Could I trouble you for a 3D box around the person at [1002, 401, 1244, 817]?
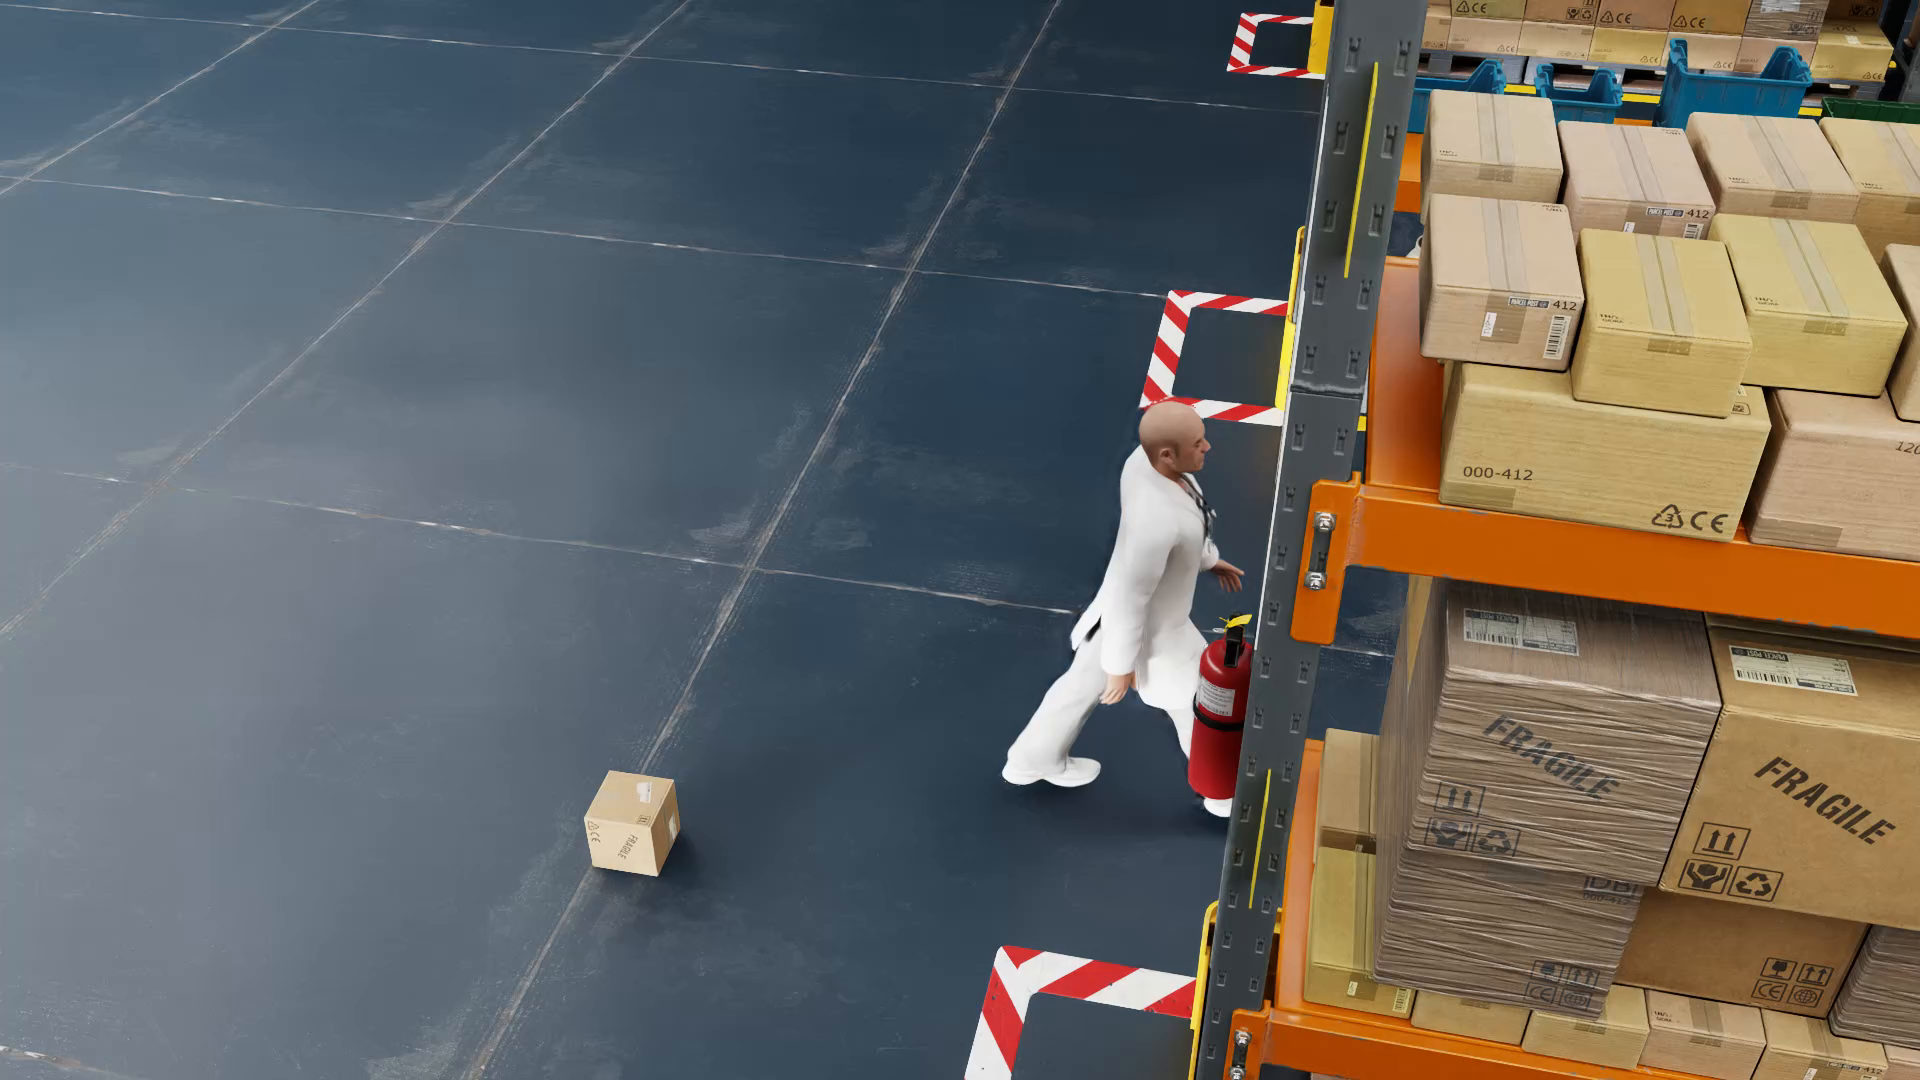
[{"bbox_3d":[0.722,0.260,5.780,1.123,1.722,0.632,-1,36,-1],"label":"person"}]
